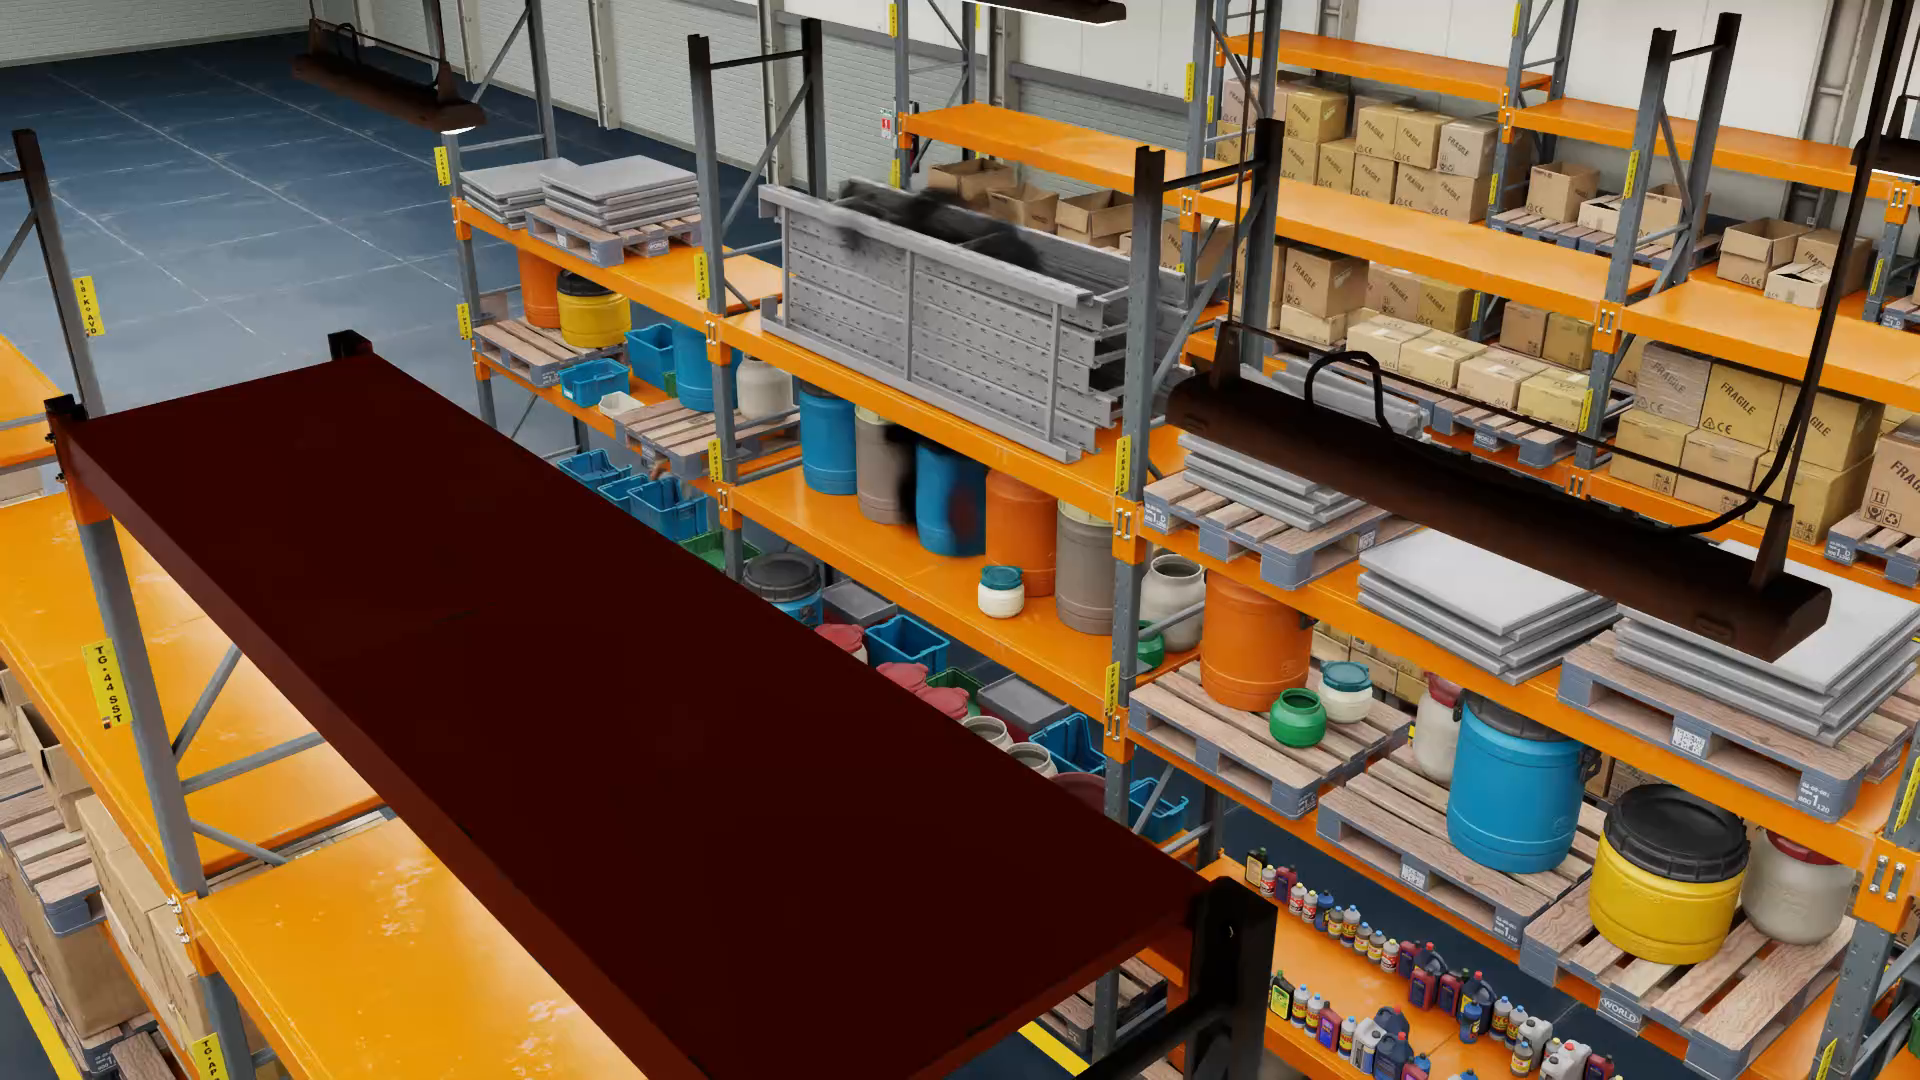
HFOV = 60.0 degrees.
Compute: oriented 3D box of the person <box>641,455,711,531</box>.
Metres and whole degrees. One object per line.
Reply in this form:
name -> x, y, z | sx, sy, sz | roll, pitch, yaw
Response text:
person -> -2.930, -0.636, 16.855 | 0.878, 1.816, 0.670 | 16, 31, 28
